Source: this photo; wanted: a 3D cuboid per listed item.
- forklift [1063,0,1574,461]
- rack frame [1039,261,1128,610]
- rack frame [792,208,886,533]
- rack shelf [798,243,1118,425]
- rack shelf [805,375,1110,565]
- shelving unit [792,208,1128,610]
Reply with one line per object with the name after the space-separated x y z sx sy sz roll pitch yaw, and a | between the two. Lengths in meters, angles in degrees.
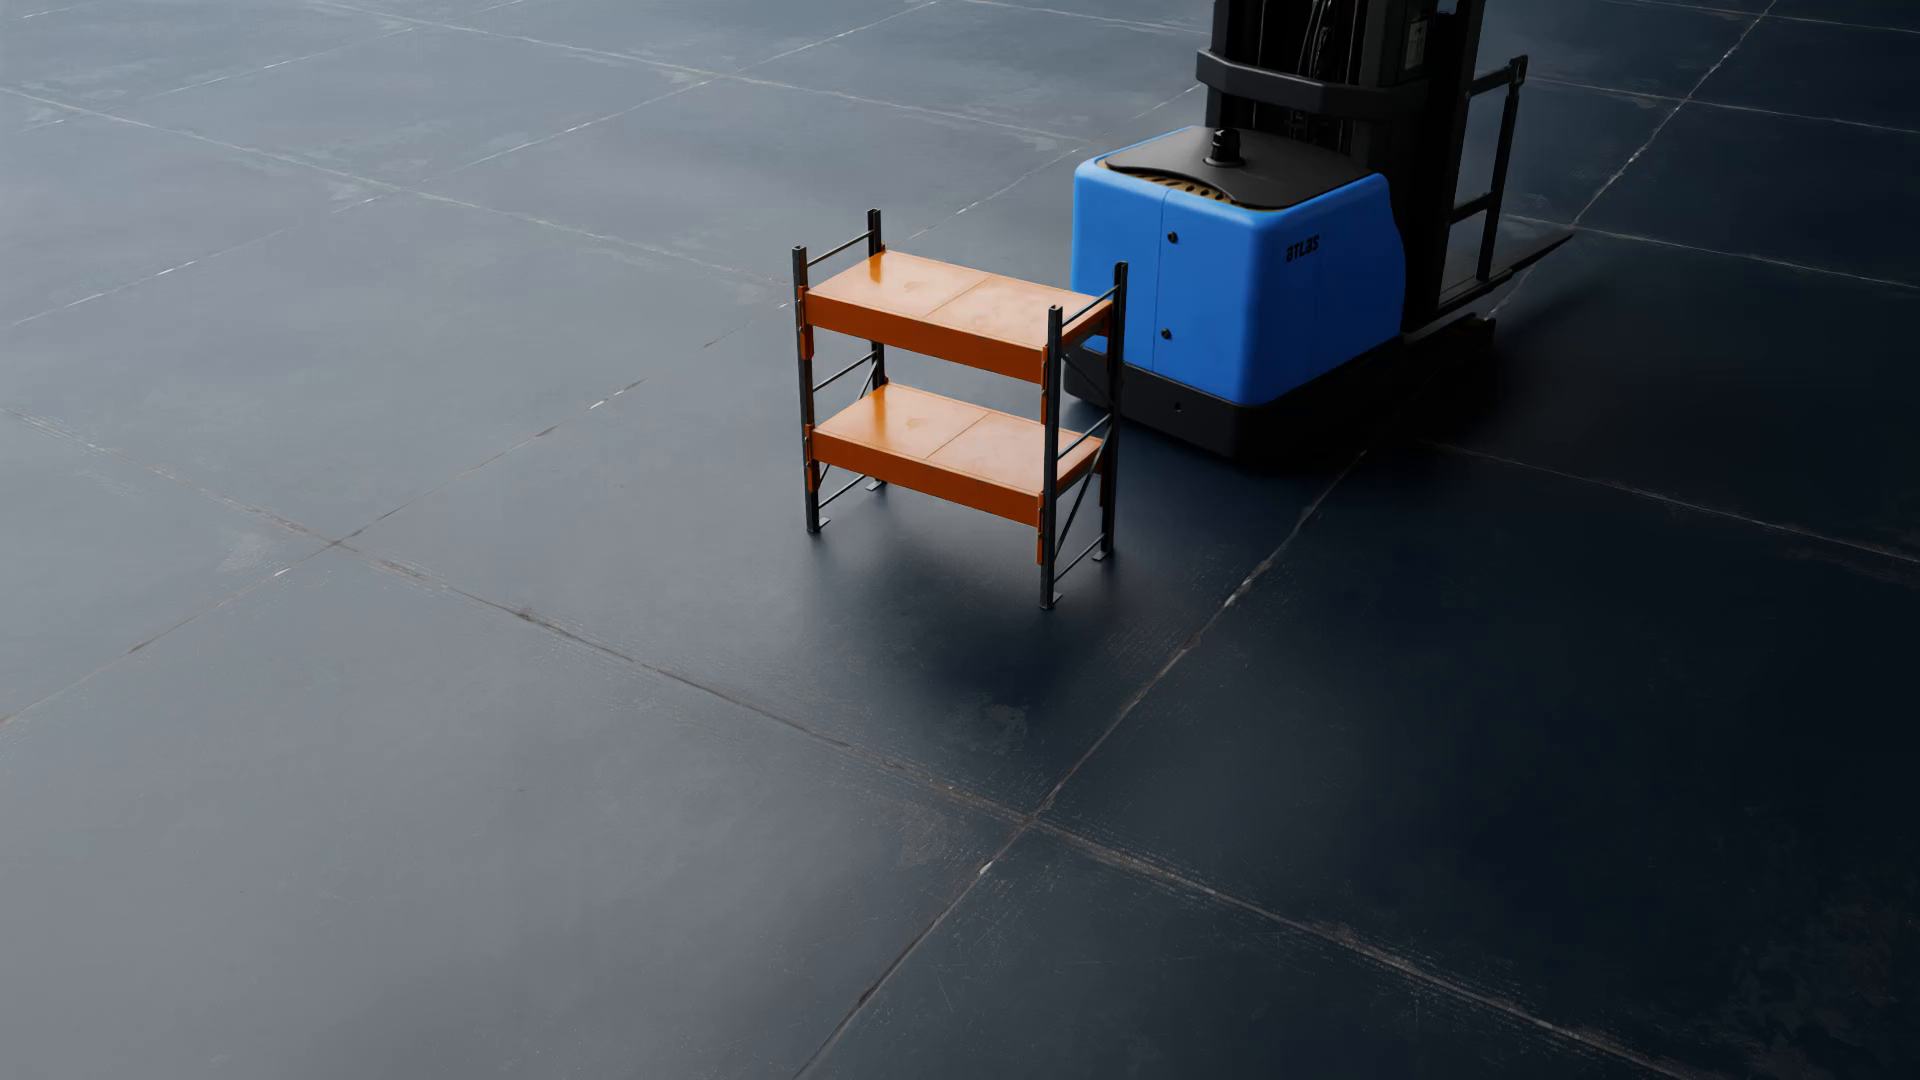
1.842 -2.224 7.154 1.130 2.935 3.031 26 39 37 | forklift
0.425 -0.351 5.736 0.032 1.125 0.500 18 35 27 | rack frame
-0.436 -0.624 6.203 0.032 1.125 0.500 18 35 27 | rack frame
-0.006 -0.740 5.822 1.000 0.278 0.538 18 35 27 | rack shelf
-0.006 -0.276 6.093 1.000 0.278 0.538 18 35 27 | rack shelf
-0.006 -0.488 5.970 1.048 1.125 0.538 18 35 27 | shelving unit
